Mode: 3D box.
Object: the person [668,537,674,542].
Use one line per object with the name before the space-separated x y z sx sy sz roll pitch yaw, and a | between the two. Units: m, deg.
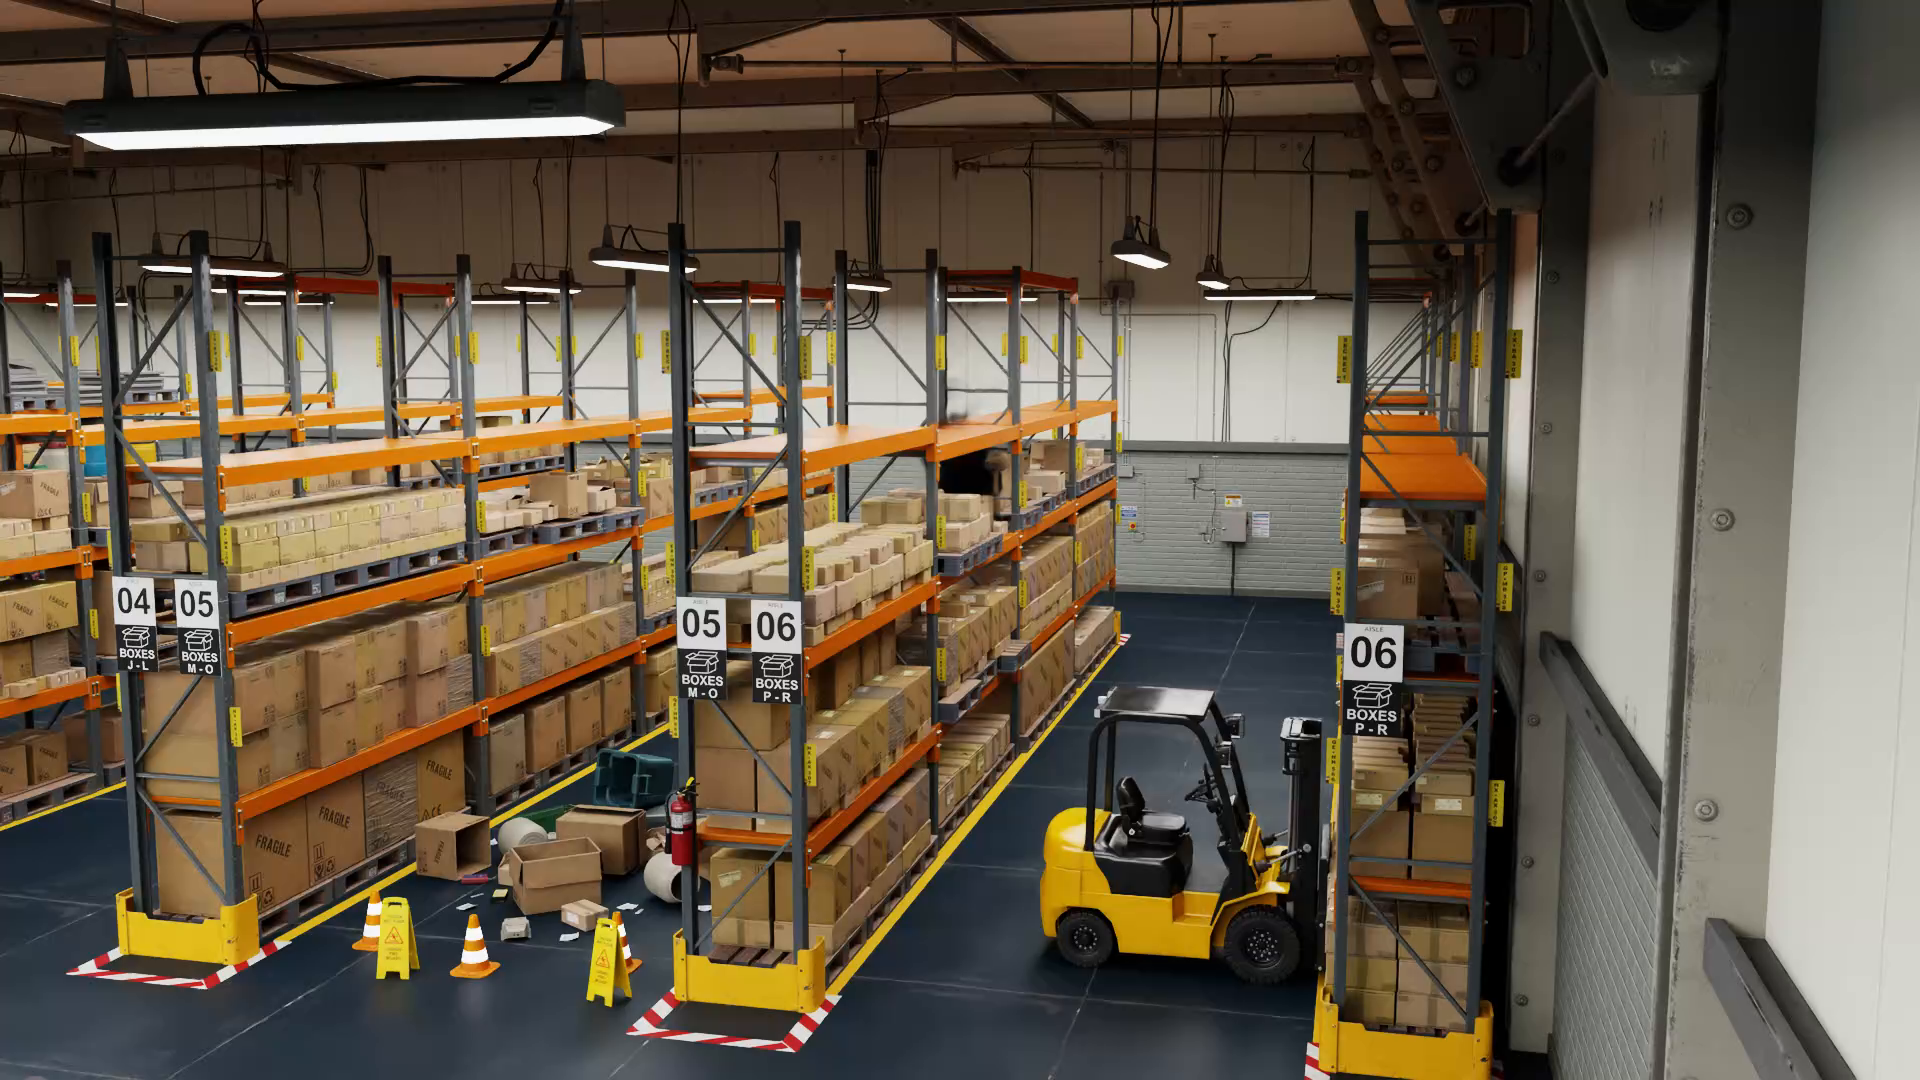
person | -4.791 0.823 28.360 0.669 1.802 0.768 3 7 20
